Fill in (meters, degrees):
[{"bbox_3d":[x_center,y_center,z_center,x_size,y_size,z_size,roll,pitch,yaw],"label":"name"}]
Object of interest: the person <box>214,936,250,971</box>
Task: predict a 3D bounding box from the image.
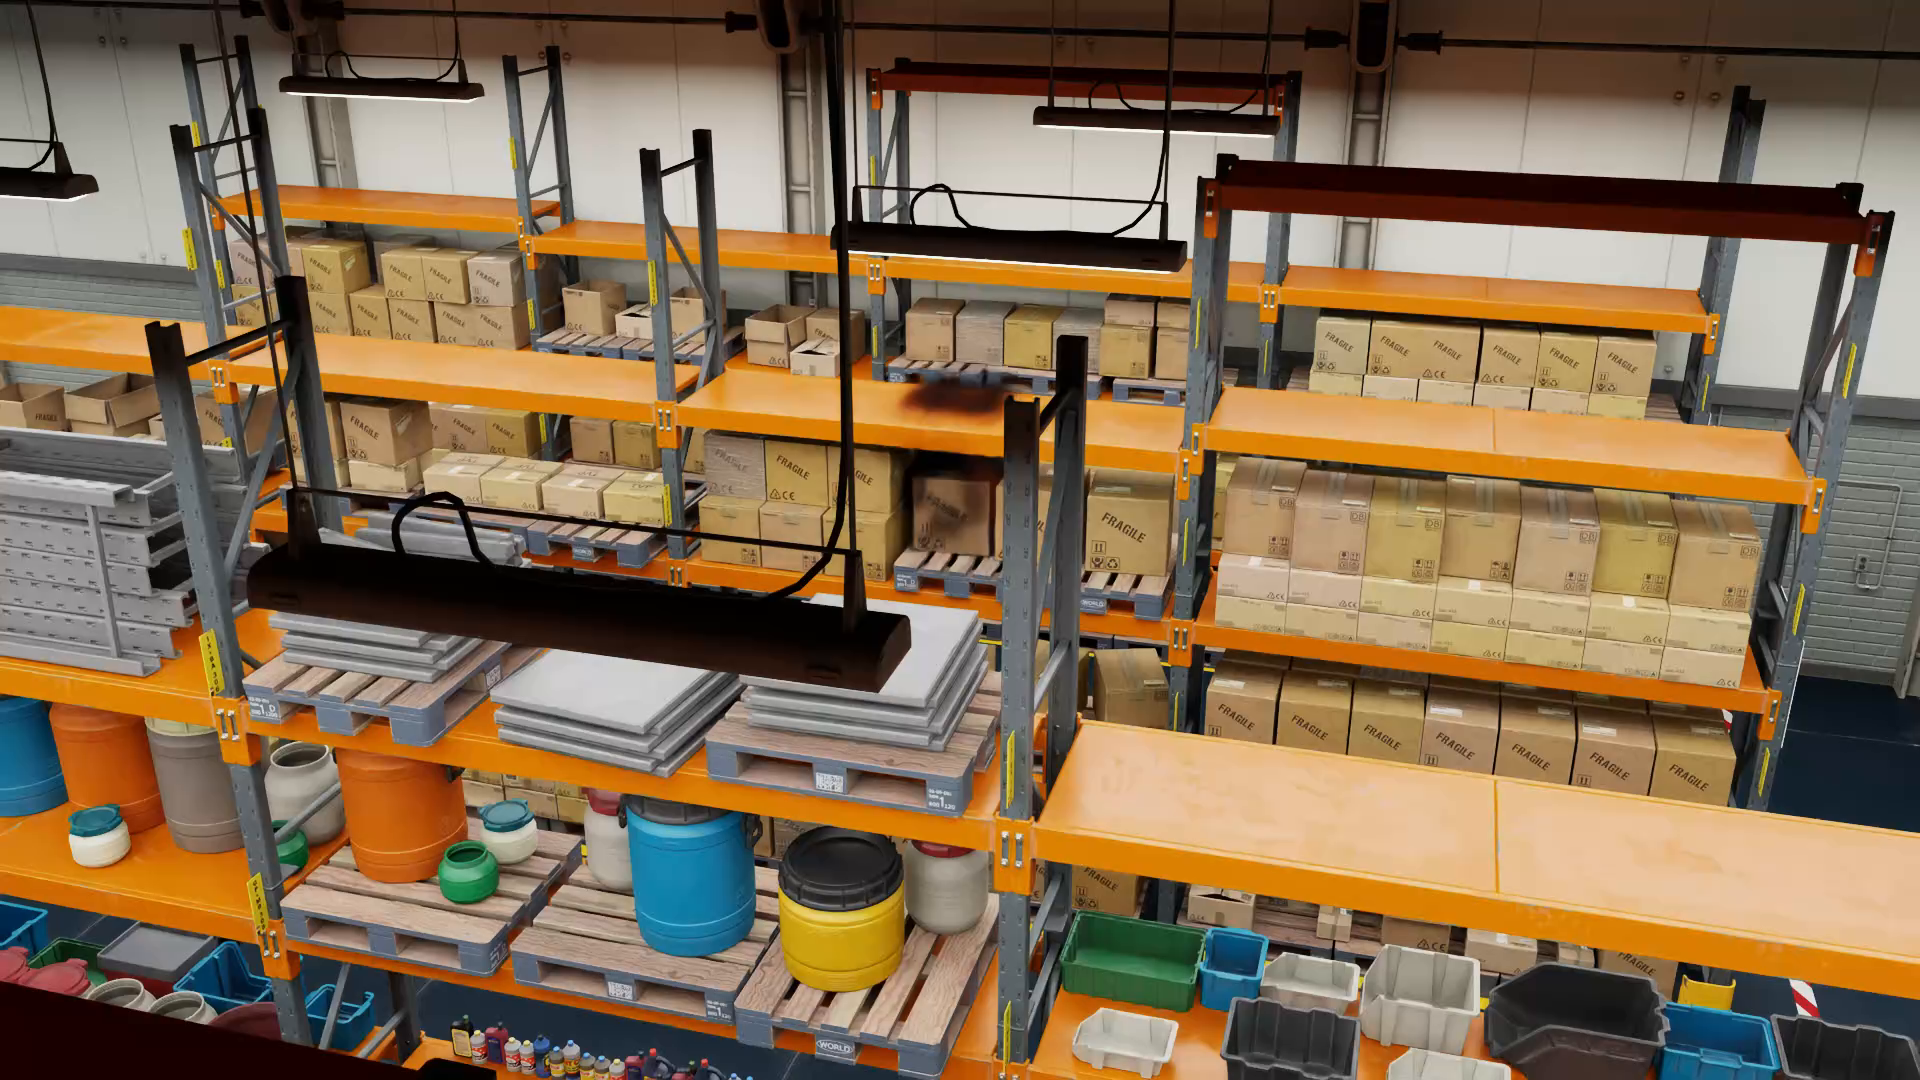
[{"bbox_3d":[-5.531,2.557,12.333,0.675,1.827,0.391,4,23,10],"label":"person"}]
